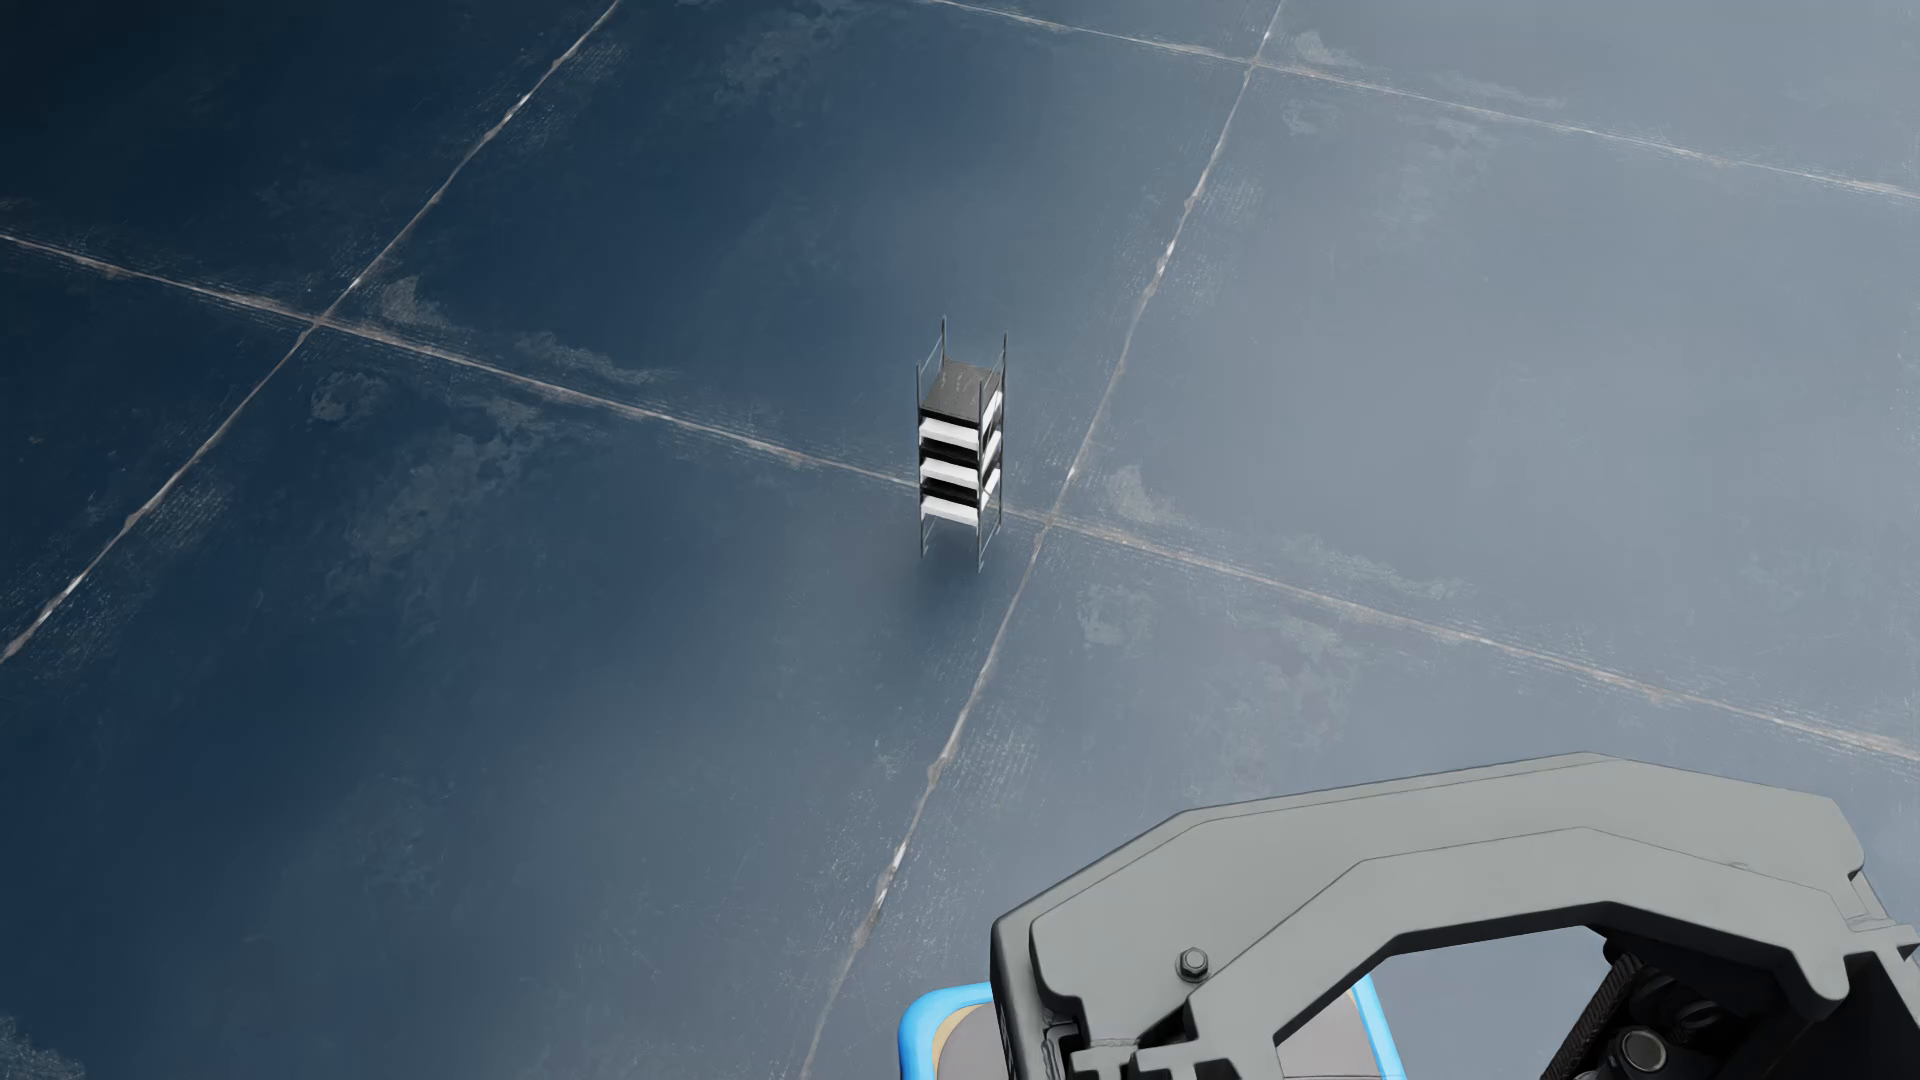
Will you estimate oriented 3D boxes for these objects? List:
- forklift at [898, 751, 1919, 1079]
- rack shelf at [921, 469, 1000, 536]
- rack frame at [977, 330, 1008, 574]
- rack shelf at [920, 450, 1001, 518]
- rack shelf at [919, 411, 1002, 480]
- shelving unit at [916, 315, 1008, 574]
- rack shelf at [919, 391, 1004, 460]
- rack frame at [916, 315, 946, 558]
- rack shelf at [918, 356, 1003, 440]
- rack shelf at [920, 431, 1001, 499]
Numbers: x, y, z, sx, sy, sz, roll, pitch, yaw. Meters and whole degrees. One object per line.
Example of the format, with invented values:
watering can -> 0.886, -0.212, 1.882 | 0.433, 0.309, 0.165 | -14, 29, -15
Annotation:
forklift -> 0.608, 1.745, 2.298 | 1.130, 2.935, 3.031 | -7, 49, -6
rack shelf -> 0.008, -0.153, 5.569 | 0.200, 0.077, 0.258 | 16, 51, 13
rack frame -> 0.103, -0.266, 5.385 | 0.006, 0.900, 0.240 | 16, 51, 13
rack shelf -> 0.008, -0.212, 5.501 | 0.200, 0.077, 0.258 | 16, 51, 13
rack shelf -> 0.008, -0.330, 5.365 | 0.200, 0.077, 0.258 | 16, 51, 13
shelving unit -> 0.008, -0.293, 5.408 | 0.210, 0.900, 0.258 | 16, 51, 13
rack shelf -> 0.008, -0.389, 5.297 | 0.200, 0.077, 0.258 | 16, 51, 13
rack frame -> -0.088, -0.319, 5.431 | 0.006, 0.900, 0.240 | 16, 51, 13
rack shelf -> 0.008, -0.448, 5.229 | 0.200, 0.077, 0.258 | 16, 51, 13
rack shelf -> 0.008, -0.271, 5.433 | 0.200, 0.077, 0.258 | 16, 51, 13
